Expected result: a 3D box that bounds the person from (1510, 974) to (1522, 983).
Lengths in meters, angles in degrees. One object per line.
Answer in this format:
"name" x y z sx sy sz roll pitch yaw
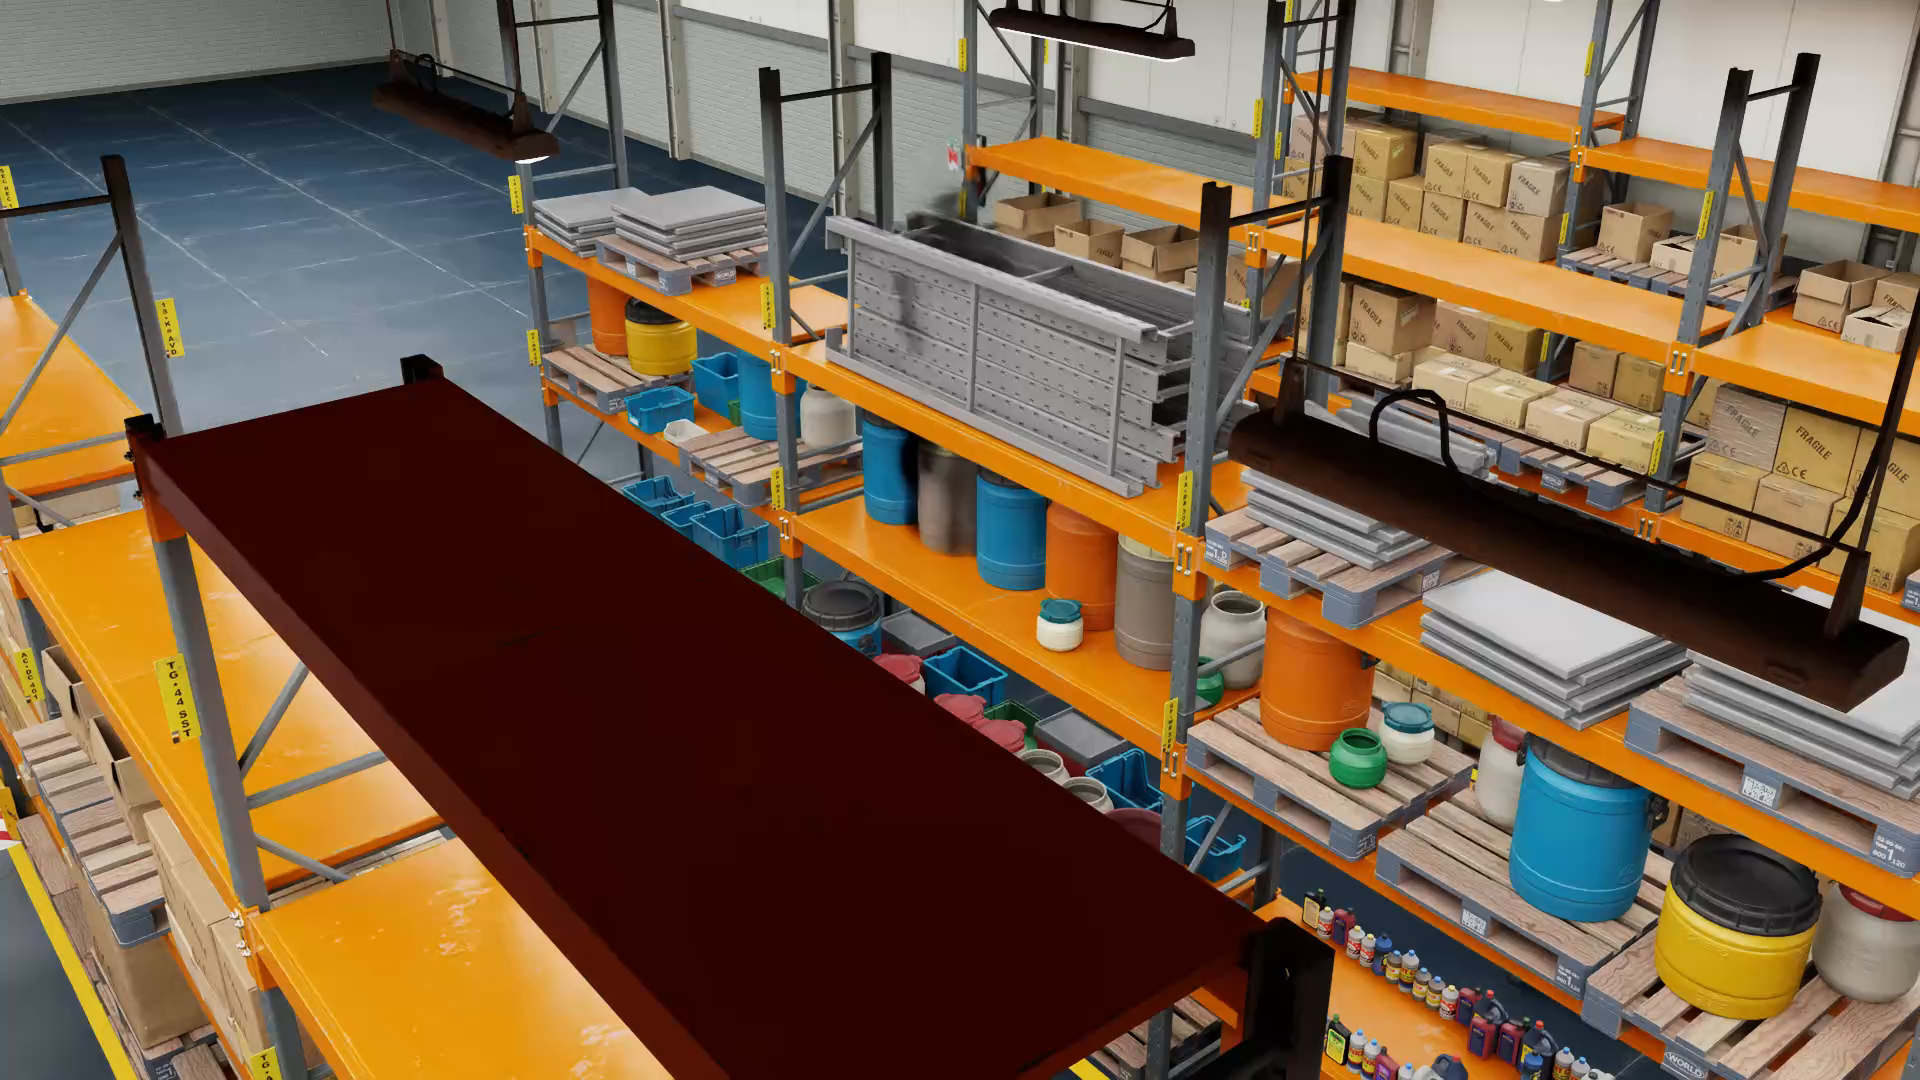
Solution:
"person" 3.941 2.294 11.520 0.606 1.739 0.646 22 33 37
